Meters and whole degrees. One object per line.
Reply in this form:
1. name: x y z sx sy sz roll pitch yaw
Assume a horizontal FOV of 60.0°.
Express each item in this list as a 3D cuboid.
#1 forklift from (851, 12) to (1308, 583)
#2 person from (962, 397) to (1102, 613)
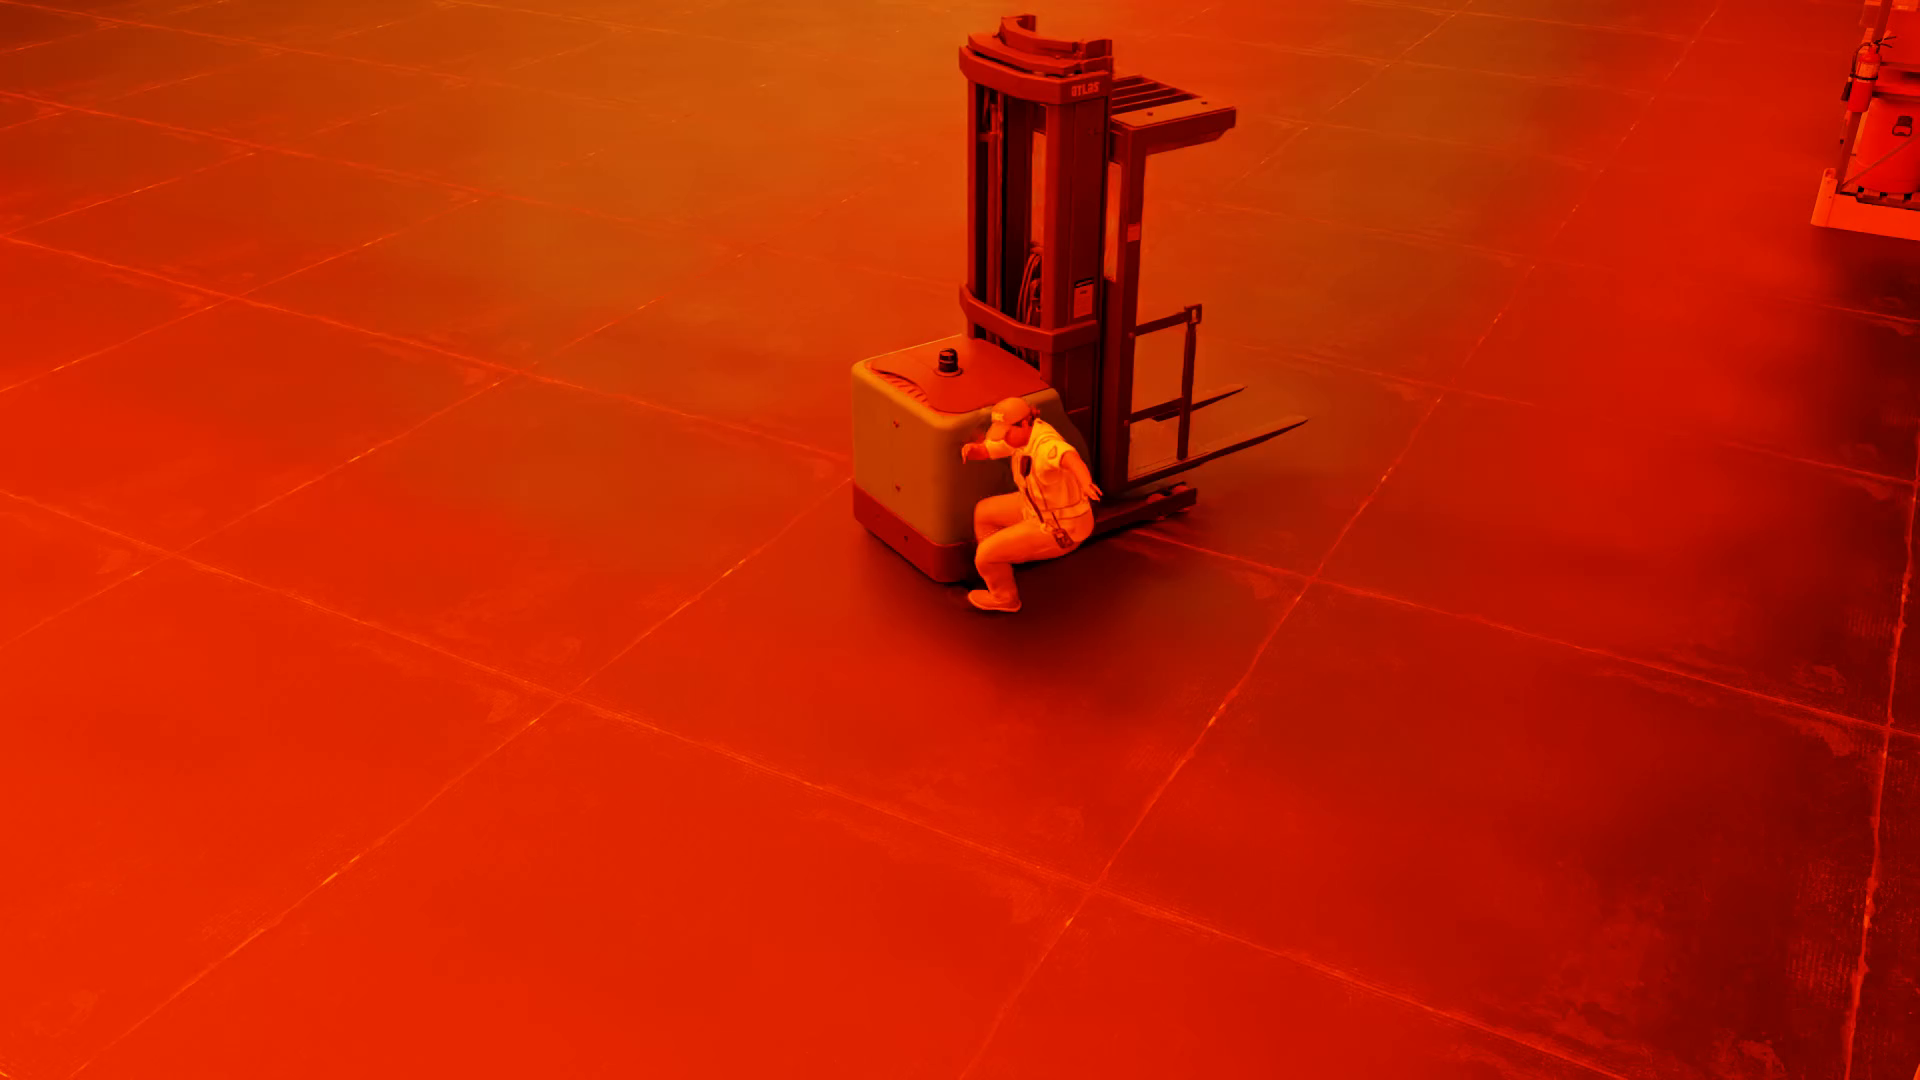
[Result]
1. forklift: 0.856 -1.585 9.817 3.031 2.935 1.130 -19 35 -29
2. person: 0.366 -0.091 8.842 0.721 1.360 1.418 -7 31 -11
